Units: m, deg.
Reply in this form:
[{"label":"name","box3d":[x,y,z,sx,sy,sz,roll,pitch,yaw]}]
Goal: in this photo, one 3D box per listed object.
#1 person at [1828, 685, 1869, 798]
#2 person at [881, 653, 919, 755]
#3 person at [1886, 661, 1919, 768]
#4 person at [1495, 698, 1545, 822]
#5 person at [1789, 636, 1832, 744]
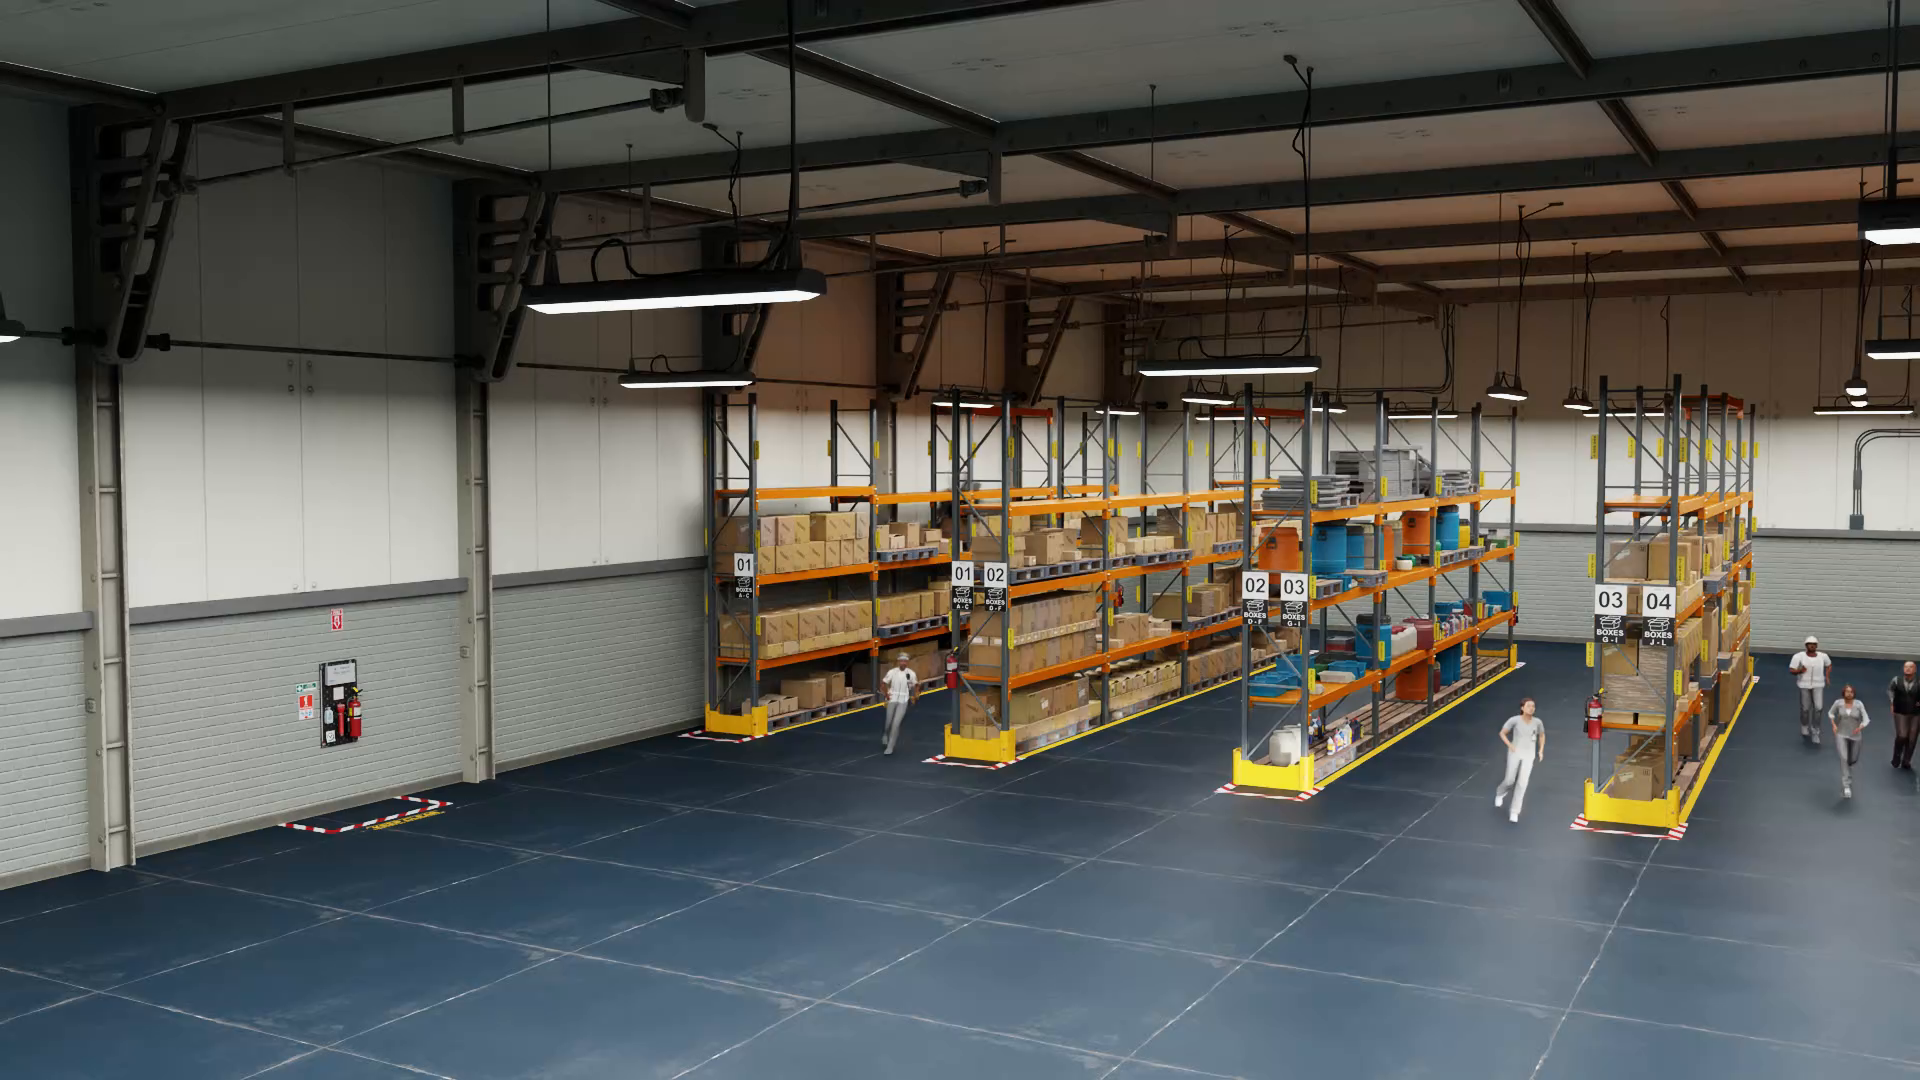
[{"label":"person","box3d":[13.009,2.905,24.344,0.508,1.591,1.028,1,3,19]},{"label":"person","box3d":[-1.009,2.683,27.593,0.620,1.649,0.836,0,3,1]},{"label":"person","box3d":[14.833,2.744,25.985,0.638,1.698,0.653,2,4,28]},{"label":"person","box3d":[7.674,2.957,22.647,0.624,1.627,0.884,0,3,6]},{"label":"person","box3d":[14.649,2.565,28.642,0.677,1.823,0.738,1,3,22]}]
